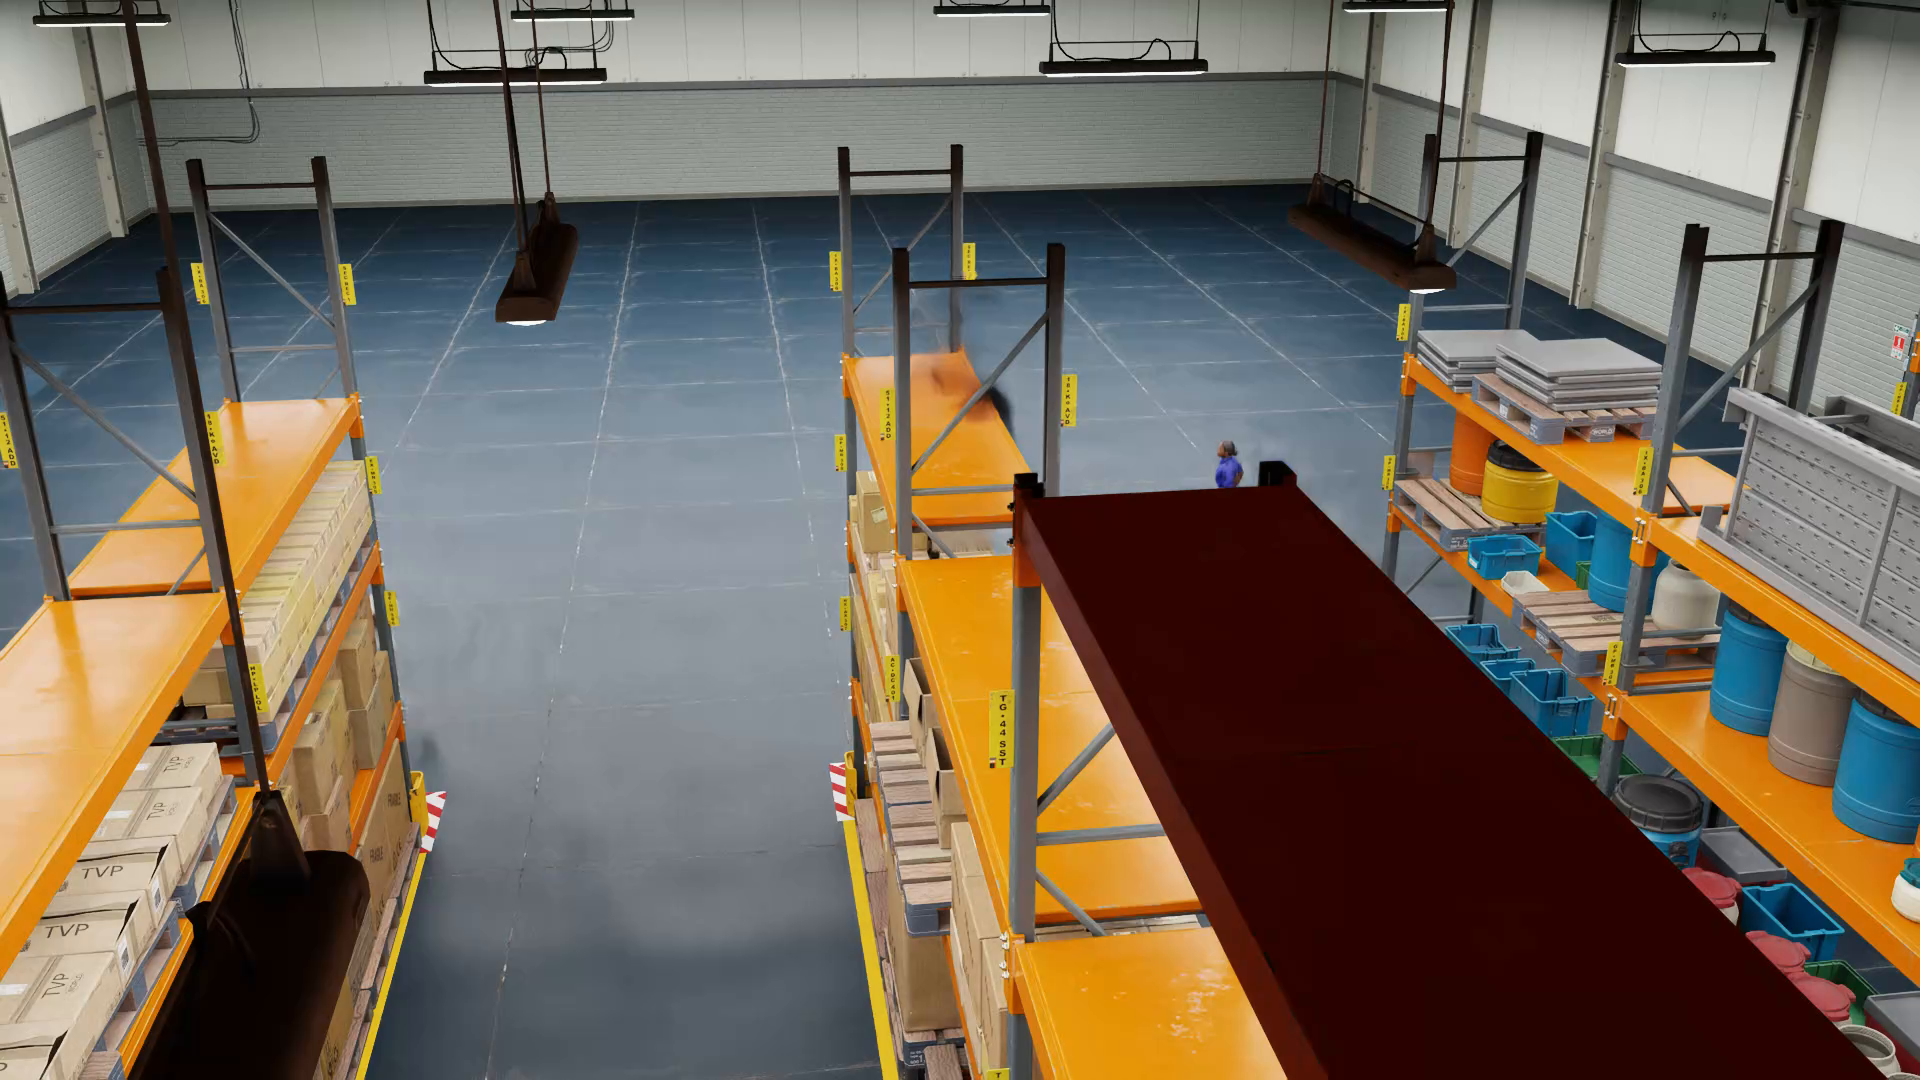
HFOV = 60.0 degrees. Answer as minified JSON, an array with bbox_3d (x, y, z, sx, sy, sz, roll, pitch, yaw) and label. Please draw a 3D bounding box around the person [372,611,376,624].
[{"bbox_3d":[-6.221,0.705,16.648,0.497,0.862,0.566,17,27,36],"label":"person"}]
